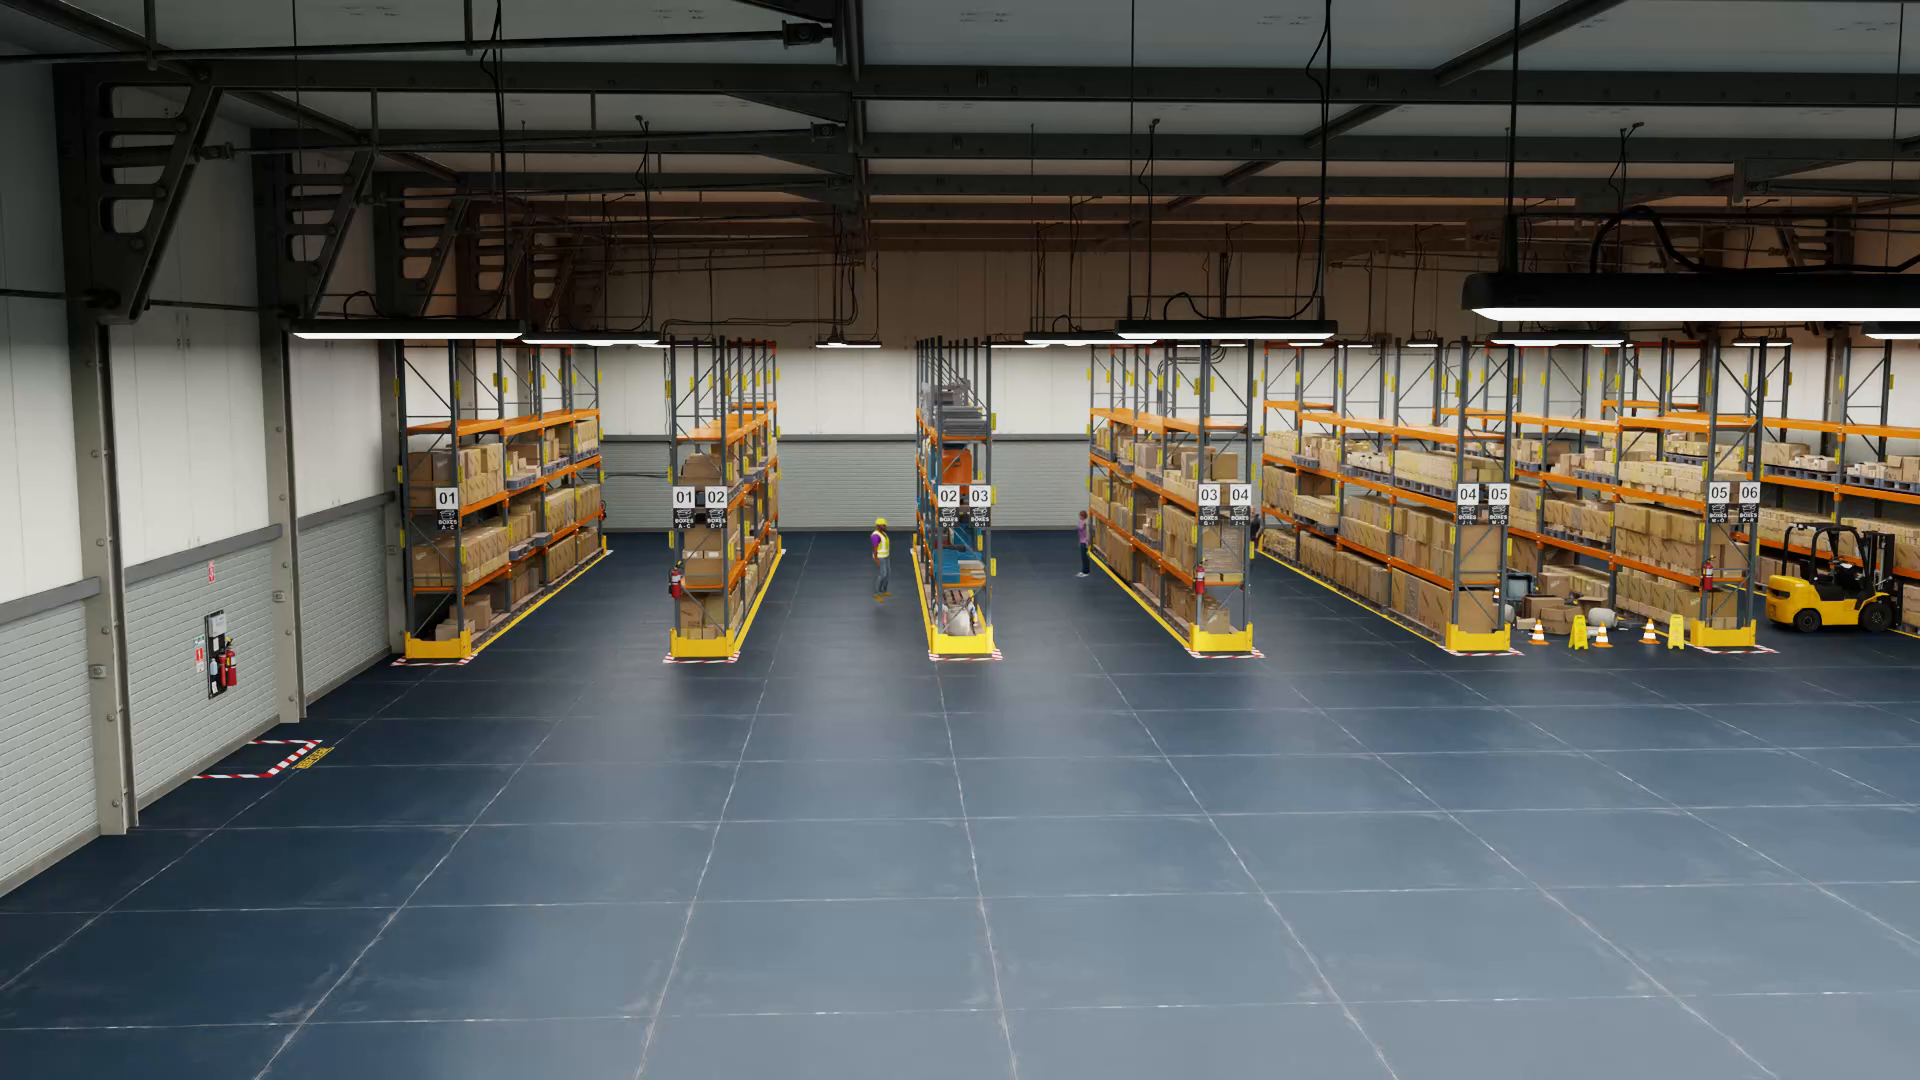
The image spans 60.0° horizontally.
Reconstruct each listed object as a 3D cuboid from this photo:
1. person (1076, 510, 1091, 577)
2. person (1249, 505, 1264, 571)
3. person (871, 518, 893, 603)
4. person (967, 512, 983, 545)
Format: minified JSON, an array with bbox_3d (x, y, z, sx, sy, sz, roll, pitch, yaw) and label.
[{"bbox_3d":[2.970,0.096,40.194,0.360,1.569,0.461,0,7,-4],"label":"person"},{"bbox_3d":[7.710,-0.057,43.728,0.506,1.723,0.940,0,6,-1],"label":"person"},{"bbox_3d":[-1.707,0.439,36.769,0.415,1.850,0.588,2,7,17],"label":"person"},{"bbox_3d":[0.404,-0.675,49.159,0.516,1.613,0.989,-3,7,-21],"label":"person"}]
